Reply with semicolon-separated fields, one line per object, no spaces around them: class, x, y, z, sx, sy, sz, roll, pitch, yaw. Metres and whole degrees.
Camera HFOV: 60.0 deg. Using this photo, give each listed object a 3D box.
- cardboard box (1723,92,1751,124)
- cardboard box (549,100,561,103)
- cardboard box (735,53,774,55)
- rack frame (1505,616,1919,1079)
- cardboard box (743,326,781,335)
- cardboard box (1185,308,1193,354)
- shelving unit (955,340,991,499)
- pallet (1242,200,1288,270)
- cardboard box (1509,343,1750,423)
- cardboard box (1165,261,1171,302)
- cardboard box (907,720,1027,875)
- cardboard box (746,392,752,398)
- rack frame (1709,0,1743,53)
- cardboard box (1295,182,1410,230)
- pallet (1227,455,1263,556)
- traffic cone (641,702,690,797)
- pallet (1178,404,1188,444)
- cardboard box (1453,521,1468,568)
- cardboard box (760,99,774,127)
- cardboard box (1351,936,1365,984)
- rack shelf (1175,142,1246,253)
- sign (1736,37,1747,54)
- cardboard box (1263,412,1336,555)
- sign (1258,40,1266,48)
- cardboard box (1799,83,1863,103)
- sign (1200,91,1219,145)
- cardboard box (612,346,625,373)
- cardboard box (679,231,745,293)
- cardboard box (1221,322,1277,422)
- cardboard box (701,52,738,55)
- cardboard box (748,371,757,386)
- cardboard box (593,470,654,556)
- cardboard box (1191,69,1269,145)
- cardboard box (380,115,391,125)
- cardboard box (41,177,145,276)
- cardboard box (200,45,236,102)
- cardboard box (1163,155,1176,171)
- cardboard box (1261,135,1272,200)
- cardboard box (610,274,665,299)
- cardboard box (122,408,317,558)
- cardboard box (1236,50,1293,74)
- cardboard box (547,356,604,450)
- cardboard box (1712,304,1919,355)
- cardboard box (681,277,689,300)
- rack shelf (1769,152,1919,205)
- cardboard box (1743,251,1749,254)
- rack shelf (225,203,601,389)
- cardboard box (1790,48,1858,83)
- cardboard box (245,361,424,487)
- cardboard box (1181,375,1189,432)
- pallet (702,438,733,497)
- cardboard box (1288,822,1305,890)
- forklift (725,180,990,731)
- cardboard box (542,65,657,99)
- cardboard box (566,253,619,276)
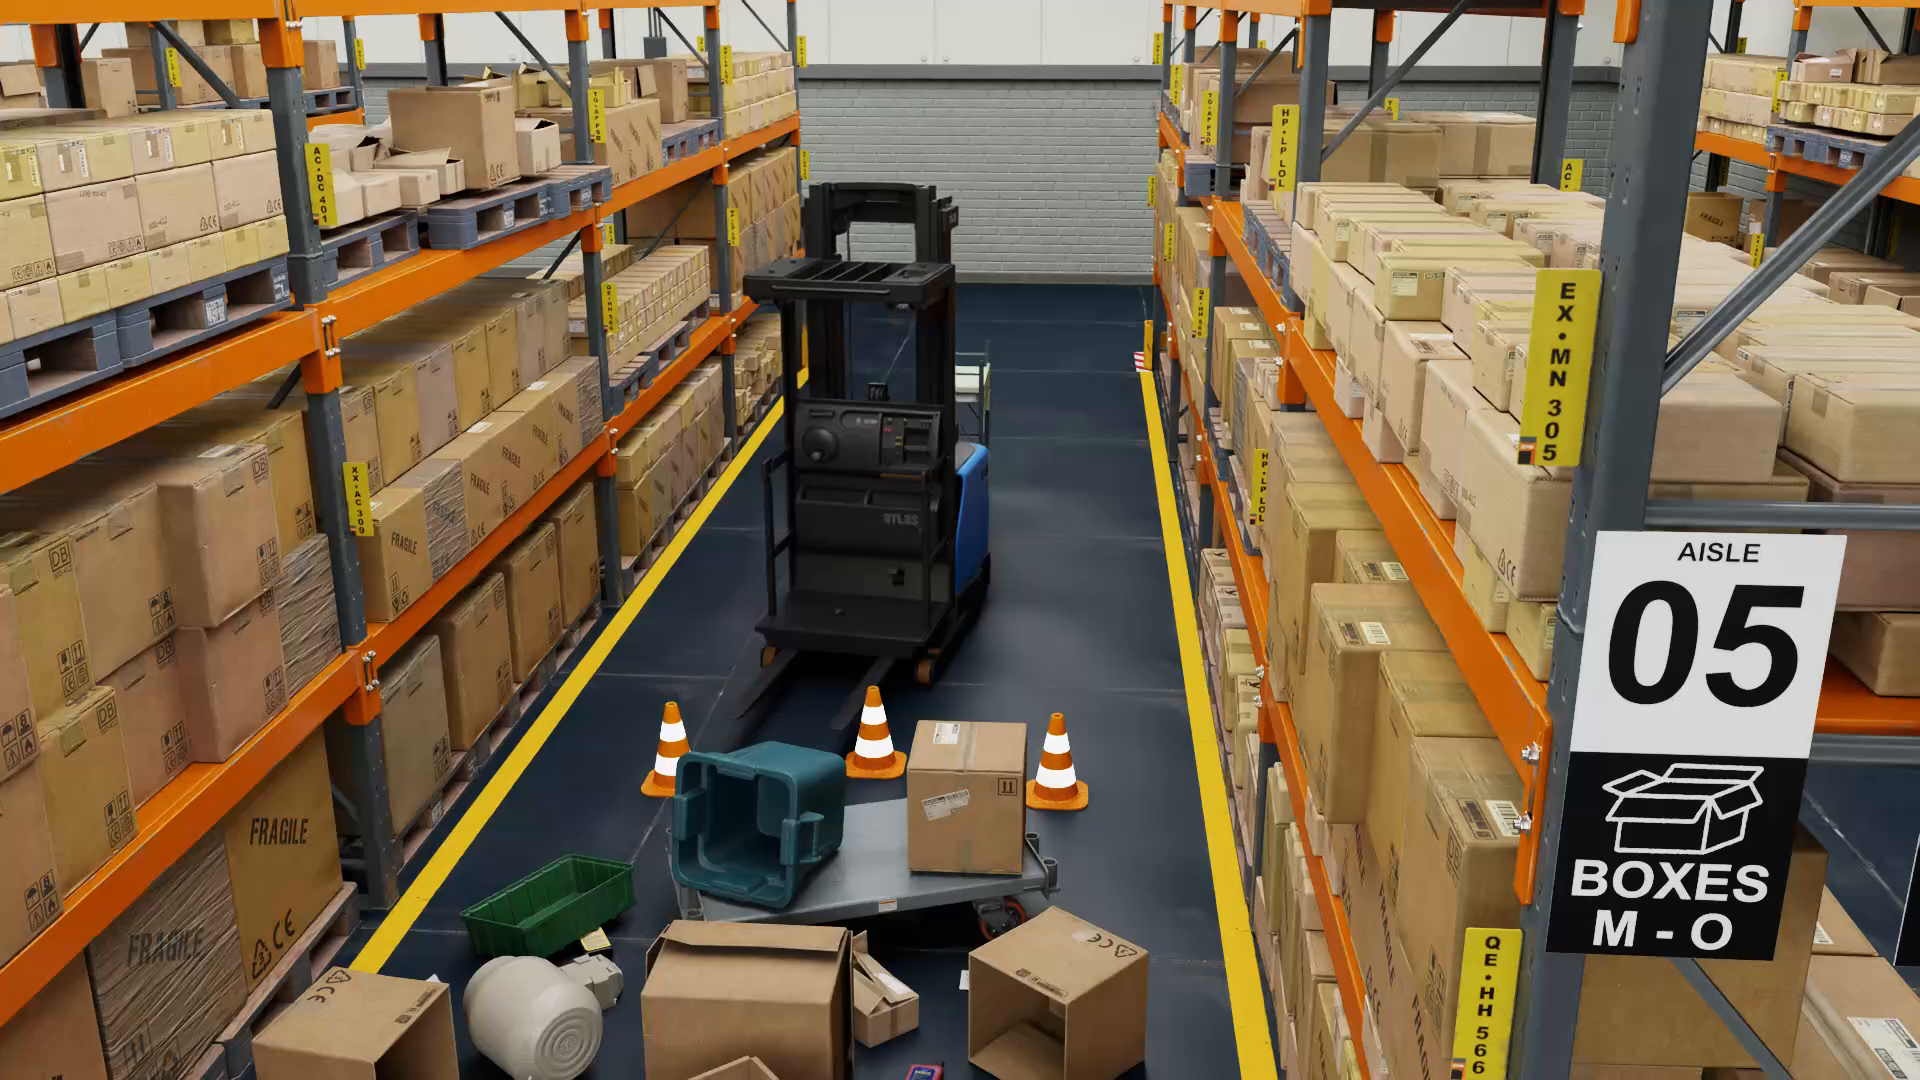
cardboard box;7.153;-3.844;14.783;0.500;0.250;0.500;1;18;2
cardboard box;-2.991;-2.945;12.115;0.500;0.500;0.500;1;18;4
cardboard box;-2.131;-4.980;17.284;0.380;0.149;0.250;1;18;2
rack frame;1.530;1.586;3.266;1.000;3.000;0.127;1;18;4
cardboard box;-2.102;-2.181;17.710;0.380;0.149;0.250;1;18;2
cardboard box;1.934;-1.540;12.244;0.500;0.250;0.500;1;18;2
shelving unit;0.000;-0.711;12.683;0.431;1.500;0.755;1;18;4
pallet;2.038;-1.504;8.181;1.213;0.211;1.003;1;18;4
cardboard box;1.316;-0.290;3.296;0.380;0.149;0.250;2;18;5
cardboard box;2.200;-2.498;15.570;0.500;0.500;0.500;1;18;3
cardboard box;0.039;1.141;7.422;0.500;0.500;0.500;1;18;4
cardboard box;-2.223;-1.332;16.075;0.380;0.149;0.250;1;18;4
rack frame;7.628;-6.125;17.163;1.000;3.000;0.127;1;18;4
cardboard box;1.468;-1.251;6.229;0.380;0.149;0.250;1;18;3
pallet;2.002;-0.192;9.000;1.003;0.211;1.213;1;18;4
traffic cone;-1.526;1.087;8.862;0.336;0.463;0.334;1;18;4
pallet;2.523;-1.050;15.790;1.003;0.211;1.213;1;18;4
cardboard box;1.315;0.003;3.683;0.380;0.149;0.250;2;18;6
cardboard box;-2.133;-4.192;16.321;0.500;0.250;0.500;2;18;6
cardboard box;1.365;1.185;4.891;0.380;0.149;0.250;1;18;3
rack shelf;2.247;-2.604;12.389;1.077;0.370;4.000;1;18;4
sign;8.180;-5.101;17.435;0.100;0.325;0.005;1;18;4
cardboard box;1.569;-0.189;6.438;0.700;0.500;0.500;1;18;3
sign;3.217;-5.176;17.789;0.100;0.325;0.005;1;18;4
cardboard box;6.934;-3.559;13.239;0.380;0.149;0.250;2;18;5
sign;1.550;-2.622;10.334;0.100;0.325;0.005;1;18;4
cardboard box;-2.588;-1.276;11.729;0.380;0.149;0.250;2;18;7
cardboard box;-2.268;-2.557;15.272;0.500;0.500;0.500;1;18;3
cardboard box;1.810;-0.991;9.816;0.500;0.500;0.500;2;18;7
cardboard box;-2.554;-5.069;17.557;0.380;0.149;0.250;2;18;6
cardboard box;-2.234;-1.638;16.530;0.380;0.149;0.250;2;18;6
cardboard box;-2.536;-0.204;12.067;0.500;0.500;0.500;1;18;2
cardboard box;1.940;-3.125;11.991;0.500;0.500;0.500;1;18;4
cardboard box;-3.113;-2.388;9.885;0.500;0.311;0.500;1;18;4
cardboard box;-2.982;-1.007;5.291;0.500;0.250;0.500;1;18;3
cardboard box;-7.455;-4.494;16.007;0.700;0.500;0.500;2;18;7
cardboard box;2.294;-3.867;17.099;0.380;0.149;0.250;1;18;2
cardboard box;2.022;-1.899;8.918;0.797;0.503;0.637;1;18;4
cardboard box;-2.501;-1.966;12.878;0.380;0.149;0.250;1;18;3
cardboard box;-3.189;-0.206;6.760;0.875;0.550;0.550;1;18;4
cardboard box;2.642;-4.039;14.620;0.500;0.500;0.500;2;18;5
cardboard box;-2.606;-0.880;10.629;0.500;0.500;0.500;1;18;4
cardboard box;1.933;-0.436;3.742;0.380;0.149;0.250;1;18;4
cardboard box;-2.440;-2.070;13.674;0.380;0.149;0.250;1;18;2
rack shelf;7.198;-2.494;12.055;1.077;0.370;4.000;1;18;4
cardboard box;7.714;-2.565;15.698;0.500;0.250;0.500;2;18;5
rack shelf;-2.985;-1.440;8.839;1.077;0.370;4.000;1;18;4
cardboard box;6.971;-3.837;13.424;0.396;0.266;0.258;1;18;3
cardboard box;-3.063;-0.572;8.086;0.700;0.500;0.500;1;18;3
cardboard box;2.542;-1.316;15.561;0.875;0.438;0.875;1;18;3
pallet;-2.609;-0.653;14.578;1.003;0.211;1.213;1;18;4
cardboard box;1.401;1.160;6.060;0.380;0.149;0.250;2;18;6
forklift;-0.625;-0.630;10.138;1.130;2.935;3.031;4;19;13
cardboard box;-2.796;-3.417;12.878;0.797;0.503;0.637;1;18;3
cardboard box;-3.076;-2.305;13.913;0.380;0.149;0.250;1;18;4
